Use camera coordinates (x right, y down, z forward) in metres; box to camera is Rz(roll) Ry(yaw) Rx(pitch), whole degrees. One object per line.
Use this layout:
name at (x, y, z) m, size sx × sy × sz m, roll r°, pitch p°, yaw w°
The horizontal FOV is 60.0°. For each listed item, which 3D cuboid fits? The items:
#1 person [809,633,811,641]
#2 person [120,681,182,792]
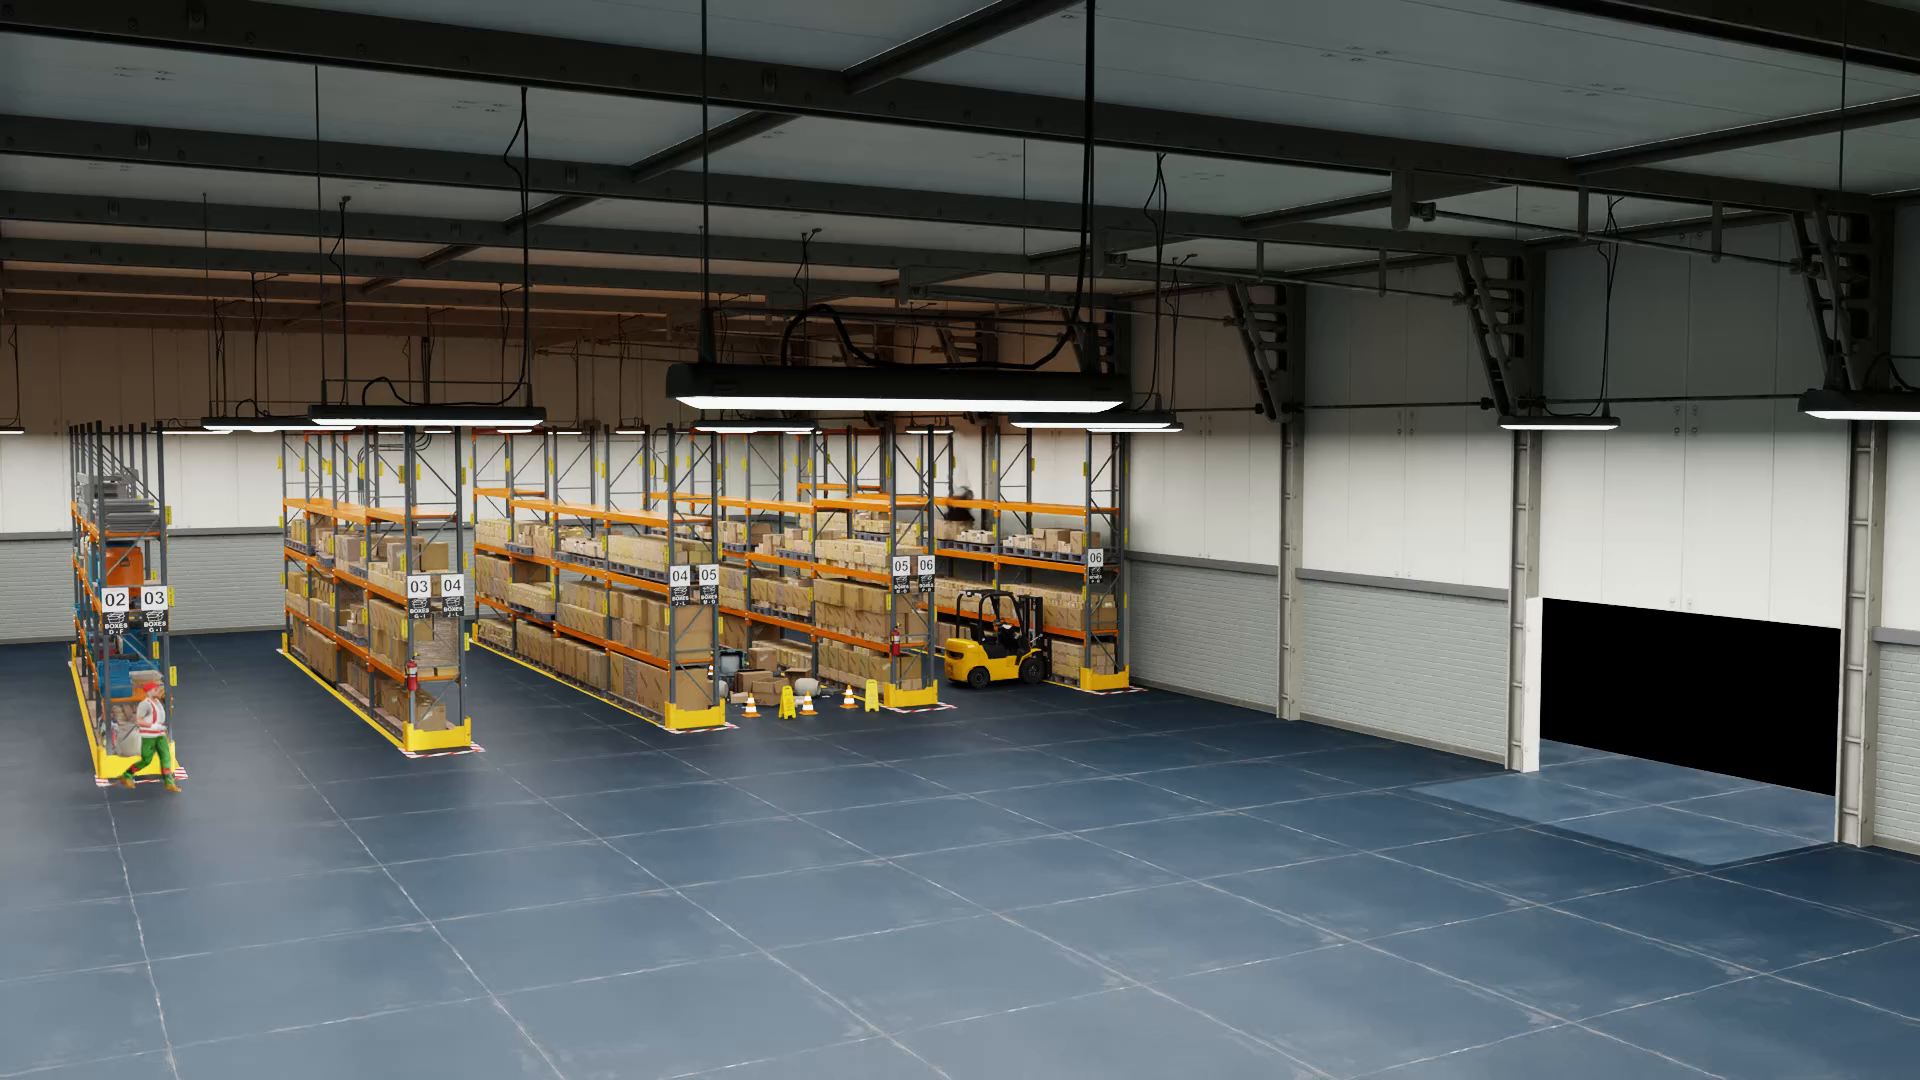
person at (-4.160, 2.020, 46.461) m, size 0.534 × 1.700 × 0.718 m, roll -3°, pitch 5°, yaw -39°
person at (-12.990, 3.167, 26.753) m, size 1.008 × 1.783 × 0.693 m, roll 0°, pitch 4°, yaw 6°
